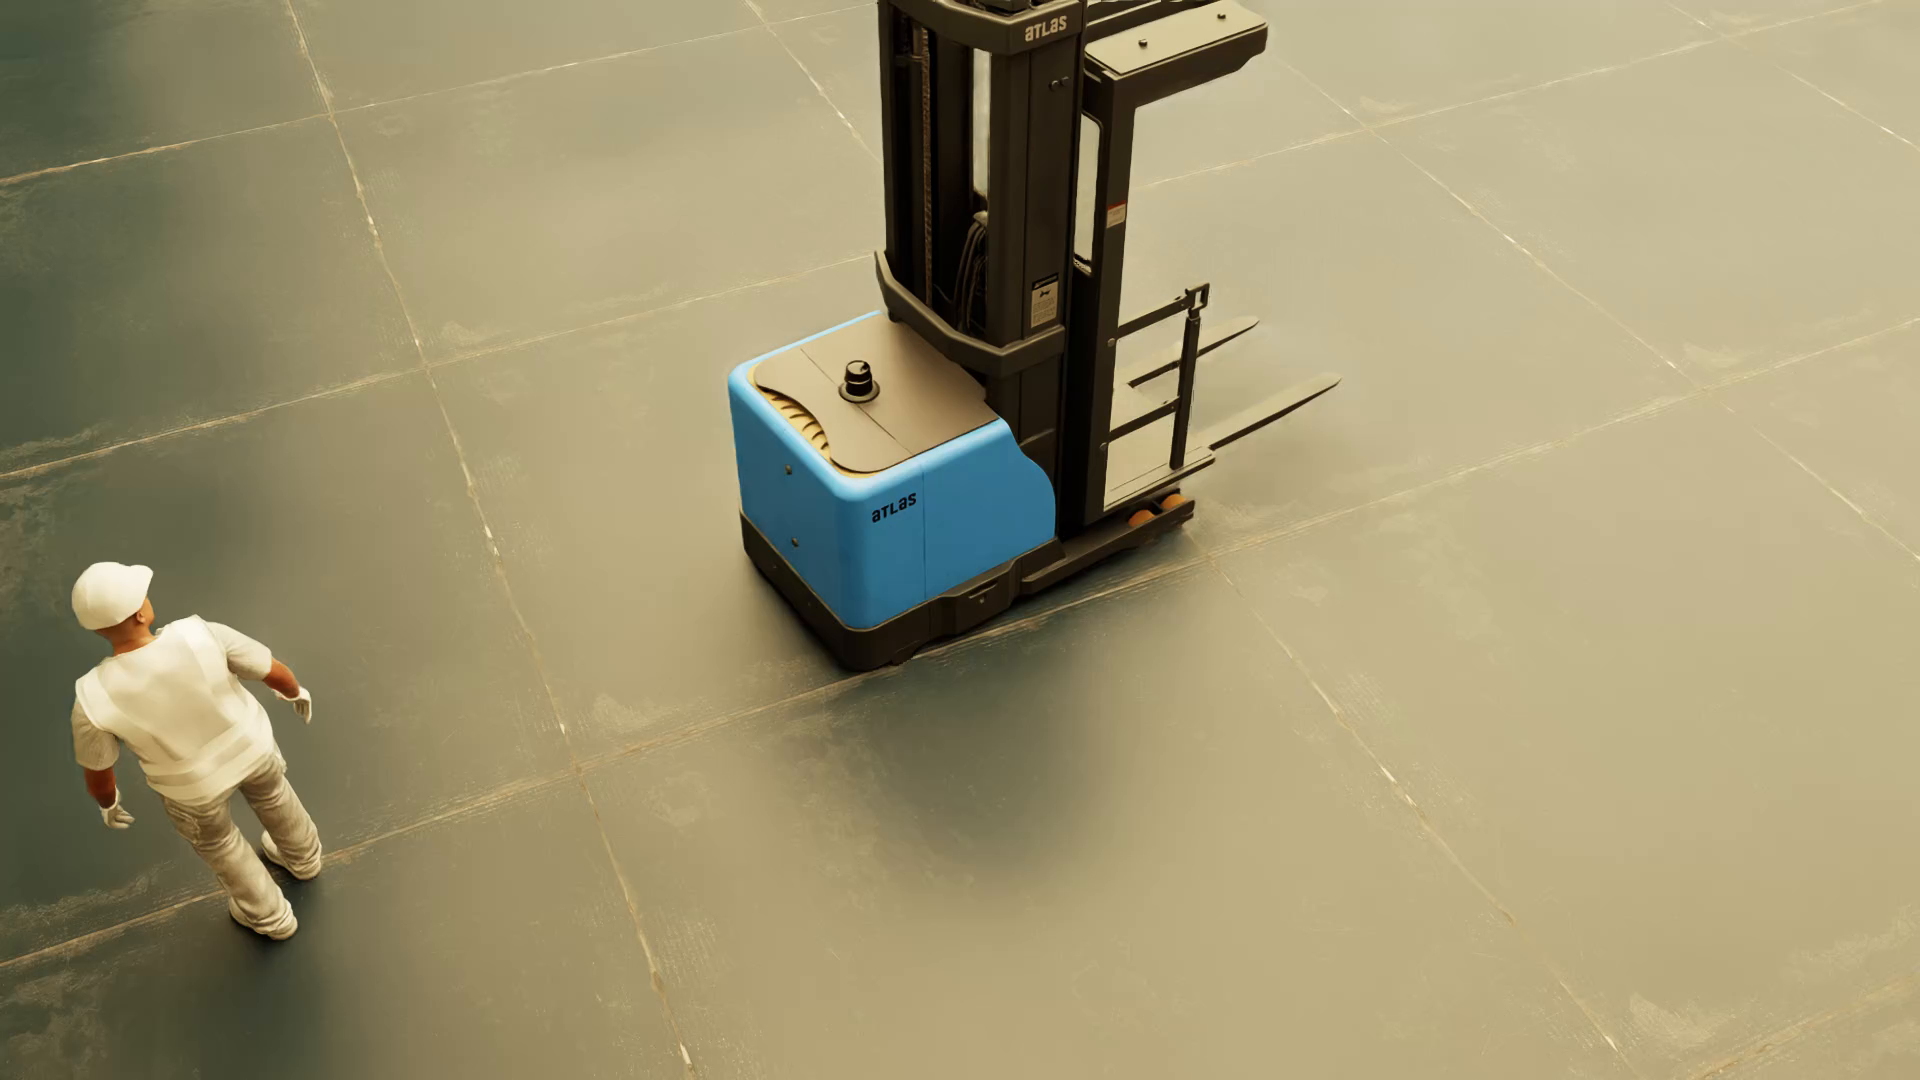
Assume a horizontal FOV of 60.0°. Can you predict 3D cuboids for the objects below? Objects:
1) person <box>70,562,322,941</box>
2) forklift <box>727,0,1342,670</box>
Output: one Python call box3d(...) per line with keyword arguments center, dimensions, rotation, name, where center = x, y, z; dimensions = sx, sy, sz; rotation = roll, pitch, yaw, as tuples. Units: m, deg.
box3d(center=(-2.637, 0.711, 5.770), dimensions=(0.501, 1.771, 0.769), rotation=(32, 52, 30), name="person")
box3d(center=(0.496, -1.318, 7.093), dimensions=(3.031, 2.935, 1.130), rotation=(-26, 49, -25), name="forklift")
